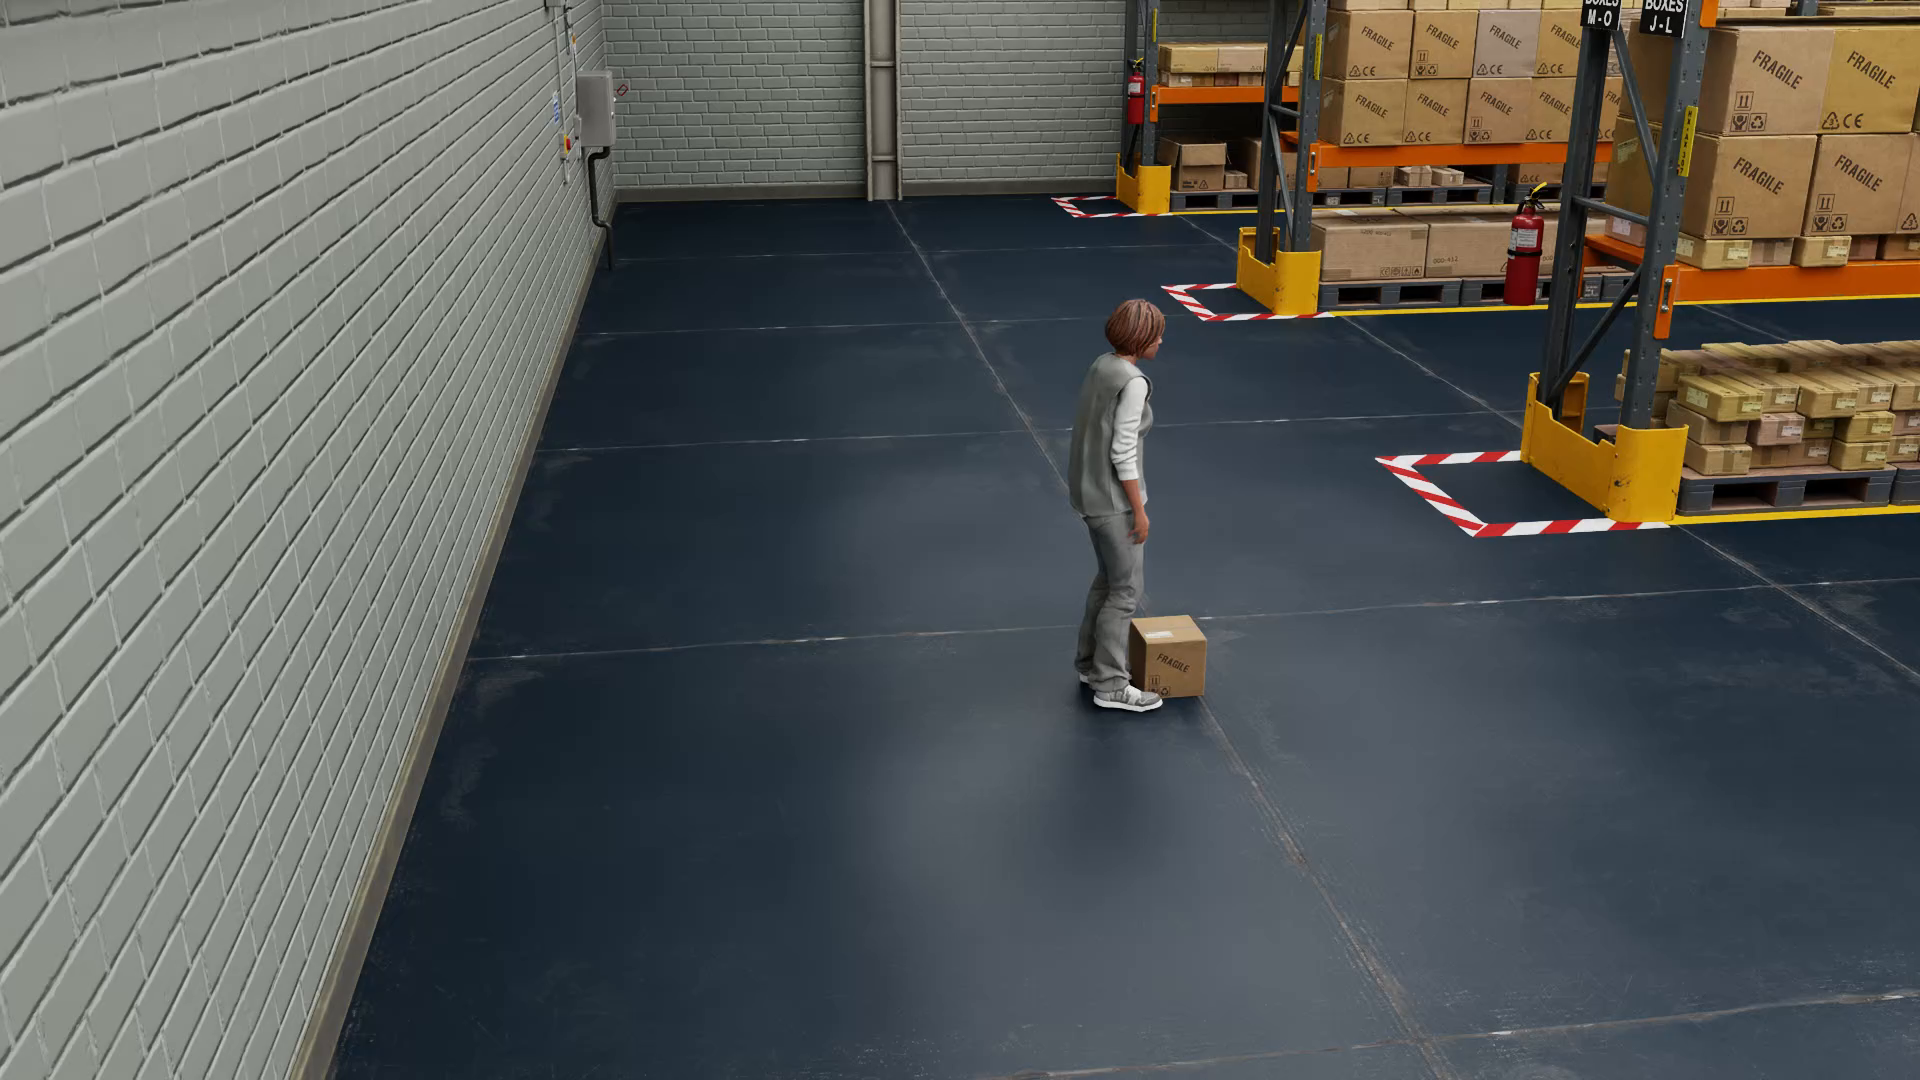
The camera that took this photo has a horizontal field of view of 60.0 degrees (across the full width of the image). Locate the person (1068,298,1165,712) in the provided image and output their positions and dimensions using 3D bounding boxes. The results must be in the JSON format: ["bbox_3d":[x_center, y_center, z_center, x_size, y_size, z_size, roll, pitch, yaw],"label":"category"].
[{"bbox_3d":[0.606,-0.142,6.474,0.342,1.593,0.485,-4,21,-11],"label":"person"}]
